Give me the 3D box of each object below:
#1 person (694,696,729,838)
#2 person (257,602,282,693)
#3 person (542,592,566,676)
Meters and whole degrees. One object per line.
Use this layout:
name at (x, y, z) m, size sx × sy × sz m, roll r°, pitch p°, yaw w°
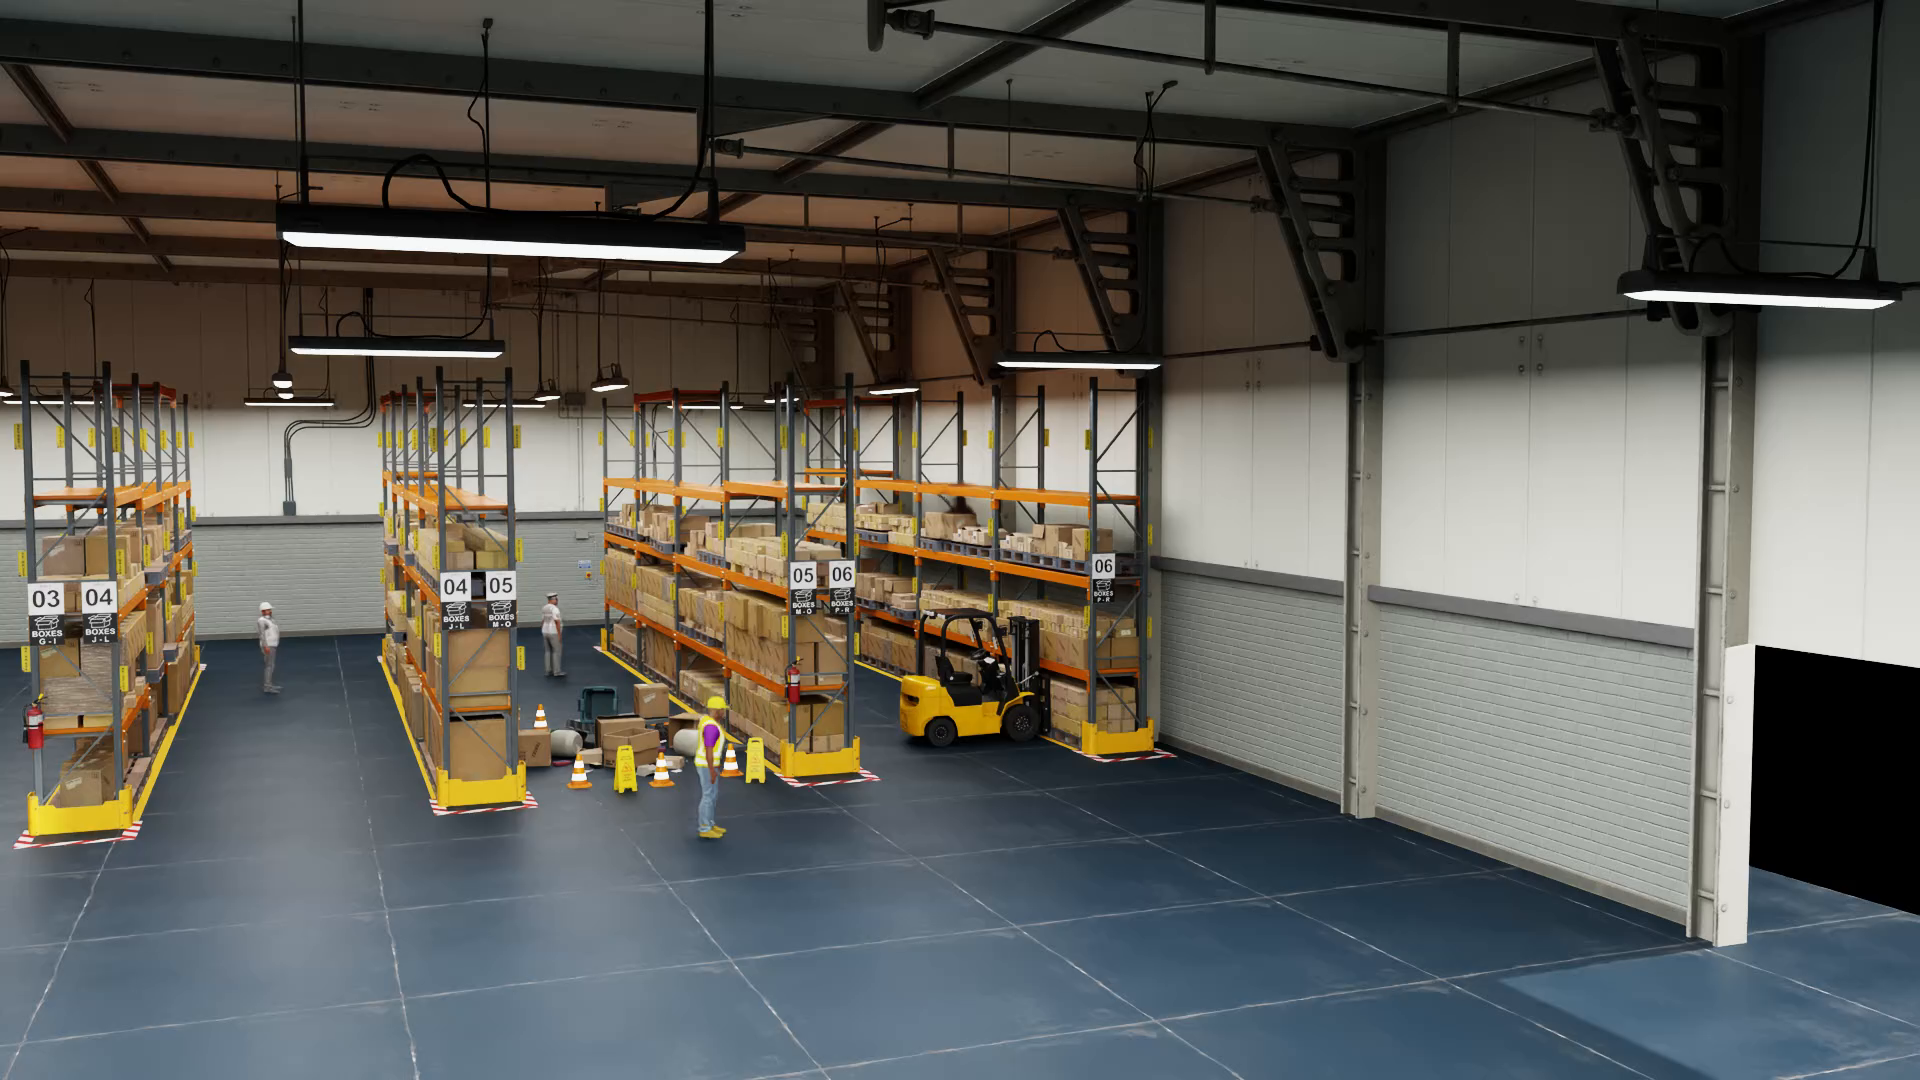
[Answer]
person at (-3.134, 2.859, 21.015) m, size 0.443 × 1.779 × 0.600 m, roll -1°, pitch 3°, yaw -10°
person at (-13.742, 2.138, 33.091) m, size 0.429 × 1.802 × 0.597 m, roll -1°, pitch 4°, yaw -20°
person at (-8.611, 1.991, 35.239) m, size 0.596 × 1.764 × 0.439 m, roll 3°, pitch 4°, yaw 40°
